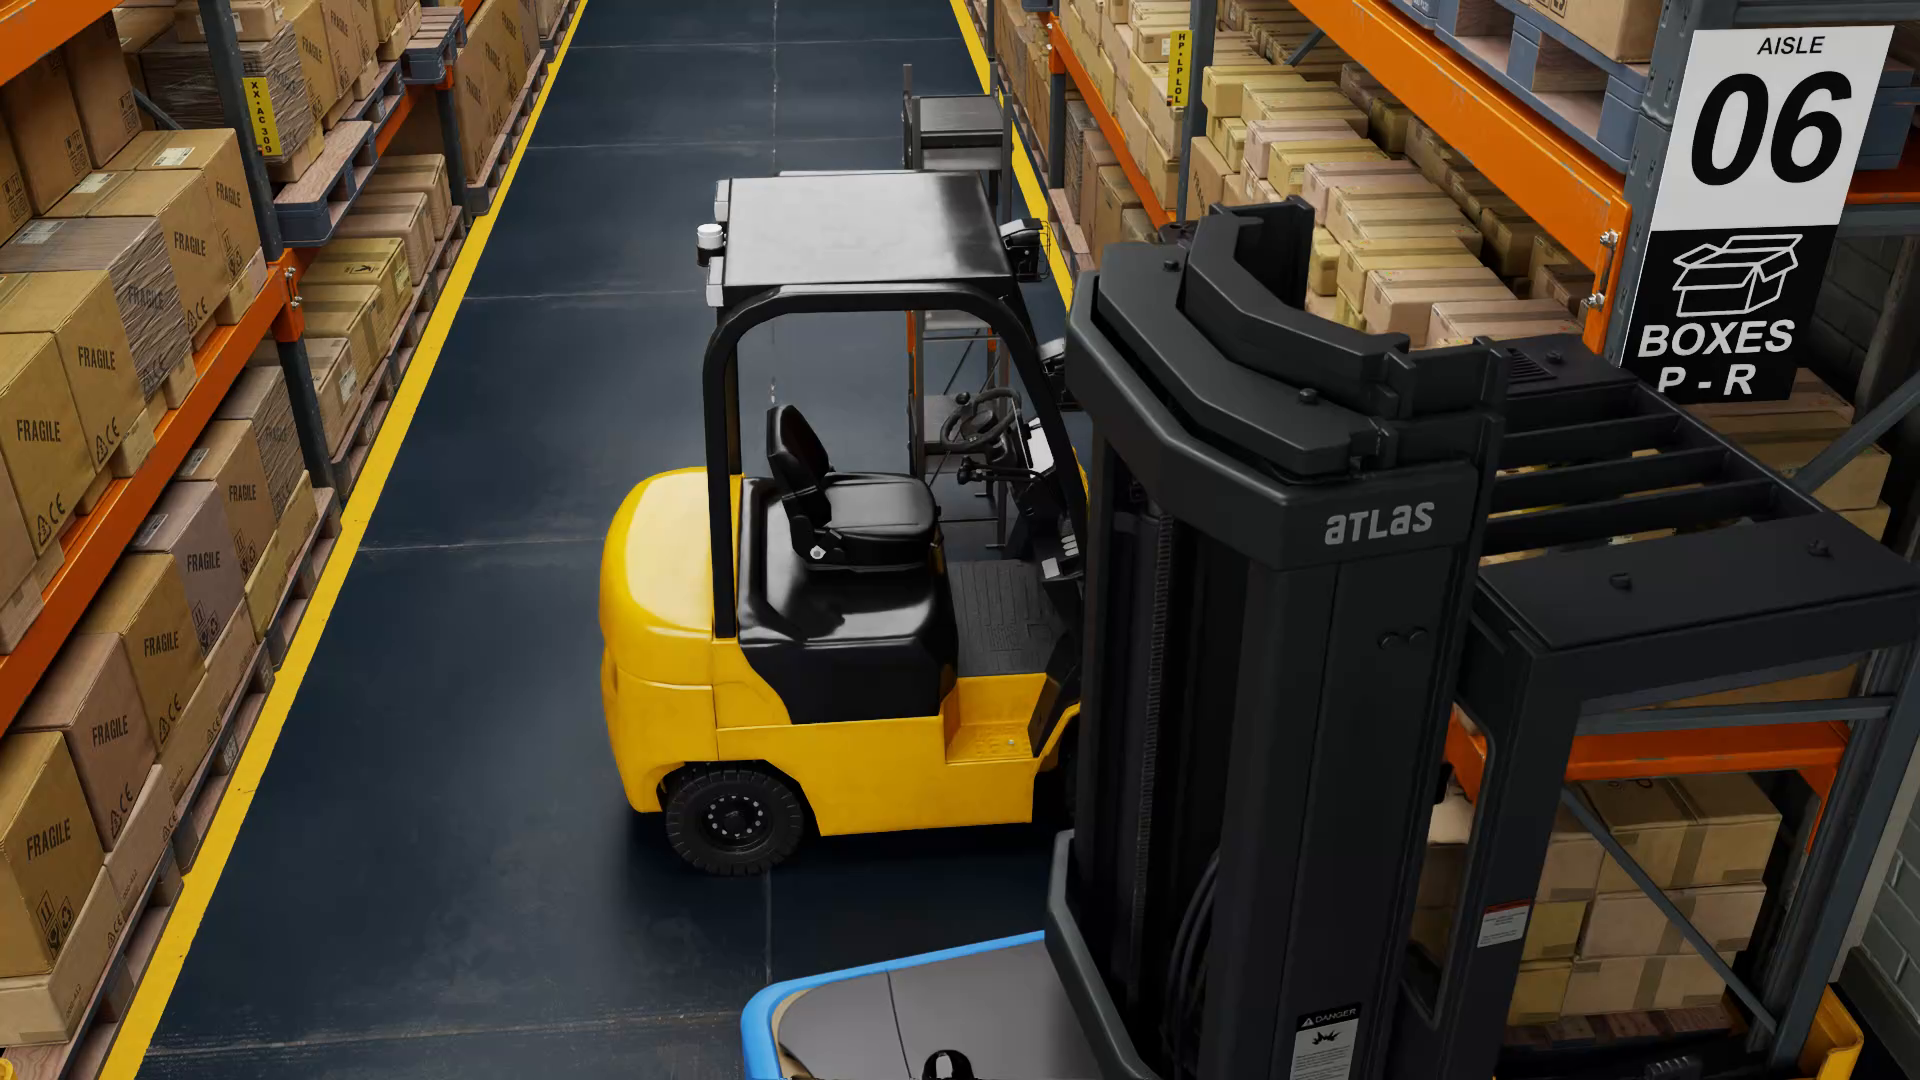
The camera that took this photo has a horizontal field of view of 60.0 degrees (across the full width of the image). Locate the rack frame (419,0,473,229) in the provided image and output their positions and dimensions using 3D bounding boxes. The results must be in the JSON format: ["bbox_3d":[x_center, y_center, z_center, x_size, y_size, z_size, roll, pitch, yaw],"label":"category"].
[{"bbox_3d":[-3.826,-3.405,10.526,1.000,3.000,0.127,-3,31,-5],"label":"rack frame"}]

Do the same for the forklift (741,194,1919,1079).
[{"bbox_3d":[1.050,0.752,3.633,3.031,2.935,1.130,-8,32,-13],"label":"forklift"}]

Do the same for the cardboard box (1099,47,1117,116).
[{"bbox_3d":[1.058,-2.558,9.253,0.500,0.250,0.500,-2,31,-3],"label":"cardboard box"}]

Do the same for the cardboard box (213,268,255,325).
[{"bbox_3d":[-3.088,-0.978,6.708,0.380,0.149,0.250,-2,31,-3],"label":"cardboard box"}]

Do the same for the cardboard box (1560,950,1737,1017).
[{"bbox_3d":[2.012,1.180,5.122,0.500,0.250,0.500,-3,31,-4],"label":"cardboard box"}]

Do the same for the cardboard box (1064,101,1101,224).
[{"bbox_3d":[1.161,-2.486,10.894,0.875,0.625,0.625,-2,31,-3],"label":"cardboard box"}]

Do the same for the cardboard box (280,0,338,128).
[{"bbox_3d":[-3.258,-2.223,7.749,0.500,0.500,0.500,-3,31,-4],"label":"cardboard box"}]

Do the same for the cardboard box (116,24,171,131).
[{"bbox_3d":[-3.724,-1.939,7.273,0.500,0.500,0.500,-3,31,-6],"label":"cardboard box"}]

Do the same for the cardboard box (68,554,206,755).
[{"bbox_3d":[-2.973,0.397,5.701,0.500,0.500,0.500,-2,31,-4],"label":"cardboard box"}]

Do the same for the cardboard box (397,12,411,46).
[{"bbox_3d":[-3.380,-2.933,9.570,0.380,0.149,0.250,-4,31,-7],"label":"cardboard box"}]

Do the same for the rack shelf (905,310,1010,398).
[{"bbox_3d":[-0.015,-0.974,7.360,0.431,0.518,0.480,-3,31,-5],"label":"rack shelf"}]

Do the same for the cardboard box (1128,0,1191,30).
[{"bbox_3d":[1.088,-2.739,8.680,0.380,0.149,0.250,-2,31,-4],"label":"cardboard box"}]

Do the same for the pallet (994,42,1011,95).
[{"bbox_3d":[0.856,-4.076,14.369,1.003,0.211,1.213,-3,31,-5],"label":"pallet"}]

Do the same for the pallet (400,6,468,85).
[{"bbox_3d":[-3.653,-2.964,9.974,1.213,0.211,1.003,-3,31,-5],"label":"pallet"}]

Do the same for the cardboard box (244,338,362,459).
[{"bbox_3d":[-3.503,-0.683,8.121,0.950,0.372,0.625,-2,31,-4],"label":"cardboard box"}]

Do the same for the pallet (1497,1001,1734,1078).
[{"bbox_3d":[1.750,1.248,5.454,1.003,0.211,1.213,-3,31,-5],"label":"pallet"}]

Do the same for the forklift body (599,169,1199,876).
[{"bbox_3d":[-0.130,-0.077,5.781,2.313,2.155,1.214,-3,31,-5],"label":"forklift body"}]

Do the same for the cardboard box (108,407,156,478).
[{"bbox_3d":[-2.966,-0.325,5.614,0.380,0.149,0.250,-2,31,-4],"label":"cardboard box"}]

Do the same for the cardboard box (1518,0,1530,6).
[{"bbox_3d":[1.484,-1.372,3.935,0.380,0.149,0.250,-4,31,-6],"label":"cardboard box"}]

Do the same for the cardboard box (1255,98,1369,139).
[{"bbox_3d":[1.371,-1.616,6.510,0.380,0.149,0.250,-3,31,-6],"label":"cardboard box"}]

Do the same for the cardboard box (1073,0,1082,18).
[{"bbox_3d":[0.960,-3.301,10.010,0.500,0.250,0.500,-2,31,-3],"label":"cardboard box"}]

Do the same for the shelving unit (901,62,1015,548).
[{"bbox_3d":[-0.015,-0.986,7.353,0.431,2.100,0.503,-3,31,-5],"label":"shelving unit"}]

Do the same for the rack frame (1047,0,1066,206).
[{"bbox_3d":[1.116,-3.645,10.927,1.000,3.000,0.127,-3,31,-5],"label":"rack frame"}]

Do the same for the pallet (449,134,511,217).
[{"bbox_3d":[-3.824,-2.614,11.921,1.003,0.211,1.213,-3,31,-5],"label":"pallet"}]

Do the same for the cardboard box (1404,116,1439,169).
[{"bbox_3d":[1.926,-1.514,6.339,0.380,0.149,0.250,-3,31,-6],"label":"cardboard box"}]

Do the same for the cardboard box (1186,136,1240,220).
[{"bbox_3d":[1.271,-1.406,7.082,0.500,0.500,0.500,-4,31,-6],"label":"cardboard box"}]

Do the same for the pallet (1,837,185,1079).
[{"bbox_3d":[-3.126,1.421,5.165,1.003,0.211,1.213,-3,31,-5],"label":"pallet"}]

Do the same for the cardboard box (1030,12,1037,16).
[{"bbox_3d":[0.749,-4.077,13.045,0.380,0.149,0.250,-3,31,-4],"label":"cardboard box"}]

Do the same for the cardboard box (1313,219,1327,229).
[{"bbox_3d":[1.348,-1.094,5.926,0.380,0.149,0.250,-4,31,-6],"label":"cardboard box"}]

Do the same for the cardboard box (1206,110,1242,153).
[{"bbox_3d":[1.258,-1.749,7.022,0.380,0.149,0.250,-3,31,-5],"label":"cardboard box"}]

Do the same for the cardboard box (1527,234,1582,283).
[{"bbox_3d":[2.031,-0.860,5.244,0.380,0.149,0.250,-3,31,-6],"label":"cardboard box"}]

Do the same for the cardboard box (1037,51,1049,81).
[{"bbox_3d":[0.761,-3.408,11.927,0.380,0.149,0.250,-4,31,-7],"label":"cardboard box"}]

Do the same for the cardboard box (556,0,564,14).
[{"bbox_3d":[-4.236,-5.310,15.804,0.875,0.438,0.875,-4,31,-6],"label":"cardboard box"}]

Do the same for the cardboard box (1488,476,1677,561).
[{"bbox_3d":[1.552,-0.045,4.171,0.380,0.149,0.250,-2,31,-4],"label":"cardboard box"}]

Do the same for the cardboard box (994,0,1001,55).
[{"bbox_3d":[0.563,-4.536,14.448,0.500,0.500,0.500,-1,31,-2],"label":"cardboard box"}]

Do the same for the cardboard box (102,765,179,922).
[{"bbox_3d":[-2.918,0.993,5.433,0.500,0.250,0.500,-2,31,-3],"label":"cardboard box"}]

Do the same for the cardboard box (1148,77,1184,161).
[{"bbox_3d":[1.189,-1.991,7.817,0.500,0.250,0.500,-3,31,-6],"label":"cardboard box"}]

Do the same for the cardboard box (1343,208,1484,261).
[{"bbox_3d":[1.471,-0.965,5.420,0.380,0.149,0.250,-2,31,-4],"label":"cardboard box"}]

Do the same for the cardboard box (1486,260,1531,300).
[{"bbox_3d":[1.969,-0.851,5.519,0.380,0.149,0.250,-3,31,-5],"label":"cardboard box"}]

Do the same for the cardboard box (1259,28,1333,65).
[{"bbox_3d":[1.675,-2.381,8.081,0.380,0.149,0.250,-3,31,-5],"label":"cardboard box"}]

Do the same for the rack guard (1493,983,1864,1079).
[{"bbox_3d":[1.866,1.525,4.709,1.175,0.500,0.348,-3,31,-5],"label":"rack guard"}]

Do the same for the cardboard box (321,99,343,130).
[{"bbox_3d":[-3.289,-2.135,8.234,0.380,0.149,0.250,-2,31,-4],"label":"cardboard box"}]

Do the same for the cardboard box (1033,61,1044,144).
[{"bbox_3d":[0.826,-3.214,12.233,0.500,0.500,0.500,-3,31,-5],"label":"cardboard box"}]

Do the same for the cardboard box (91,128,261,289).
[{"bbox_3d":[-3.163,-1.319,6.645,0.500,0.500,0.500,-4,31,-6],"label":"cardboard box"}]

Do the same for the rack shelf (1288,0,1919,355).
[{"bbox_3d":[1.676,-1.560,5.214,1.077,0.370,4.000,-3,31,-5],"label":"rack shelf"}]

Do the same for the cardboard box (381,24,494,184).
[{"bbox_3d":[-3.808,-3.030,11.560,0.875,0.875,0.875,-3,31,-5],"label":"cardboard box"}]

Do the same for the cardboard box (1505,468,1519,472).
[{"bbox_3d":[1.566,-0.307,4.318,0.380,0.149,0.250,-3,31,-5],"label":"cardboard box"}]

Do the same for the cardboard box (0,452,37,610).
[{"bbox_3d":[-2.898,-0.011,4.455,0.500,0.500,0.500,-2,31,-3],"label":"cardboard box"}]

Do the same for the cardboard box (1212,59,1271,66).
[{"bbox_3d":[1.237,-2.088,7.590,0.380,0.149,0.250,-2,31,-3],"label":"cardboard box"}]
